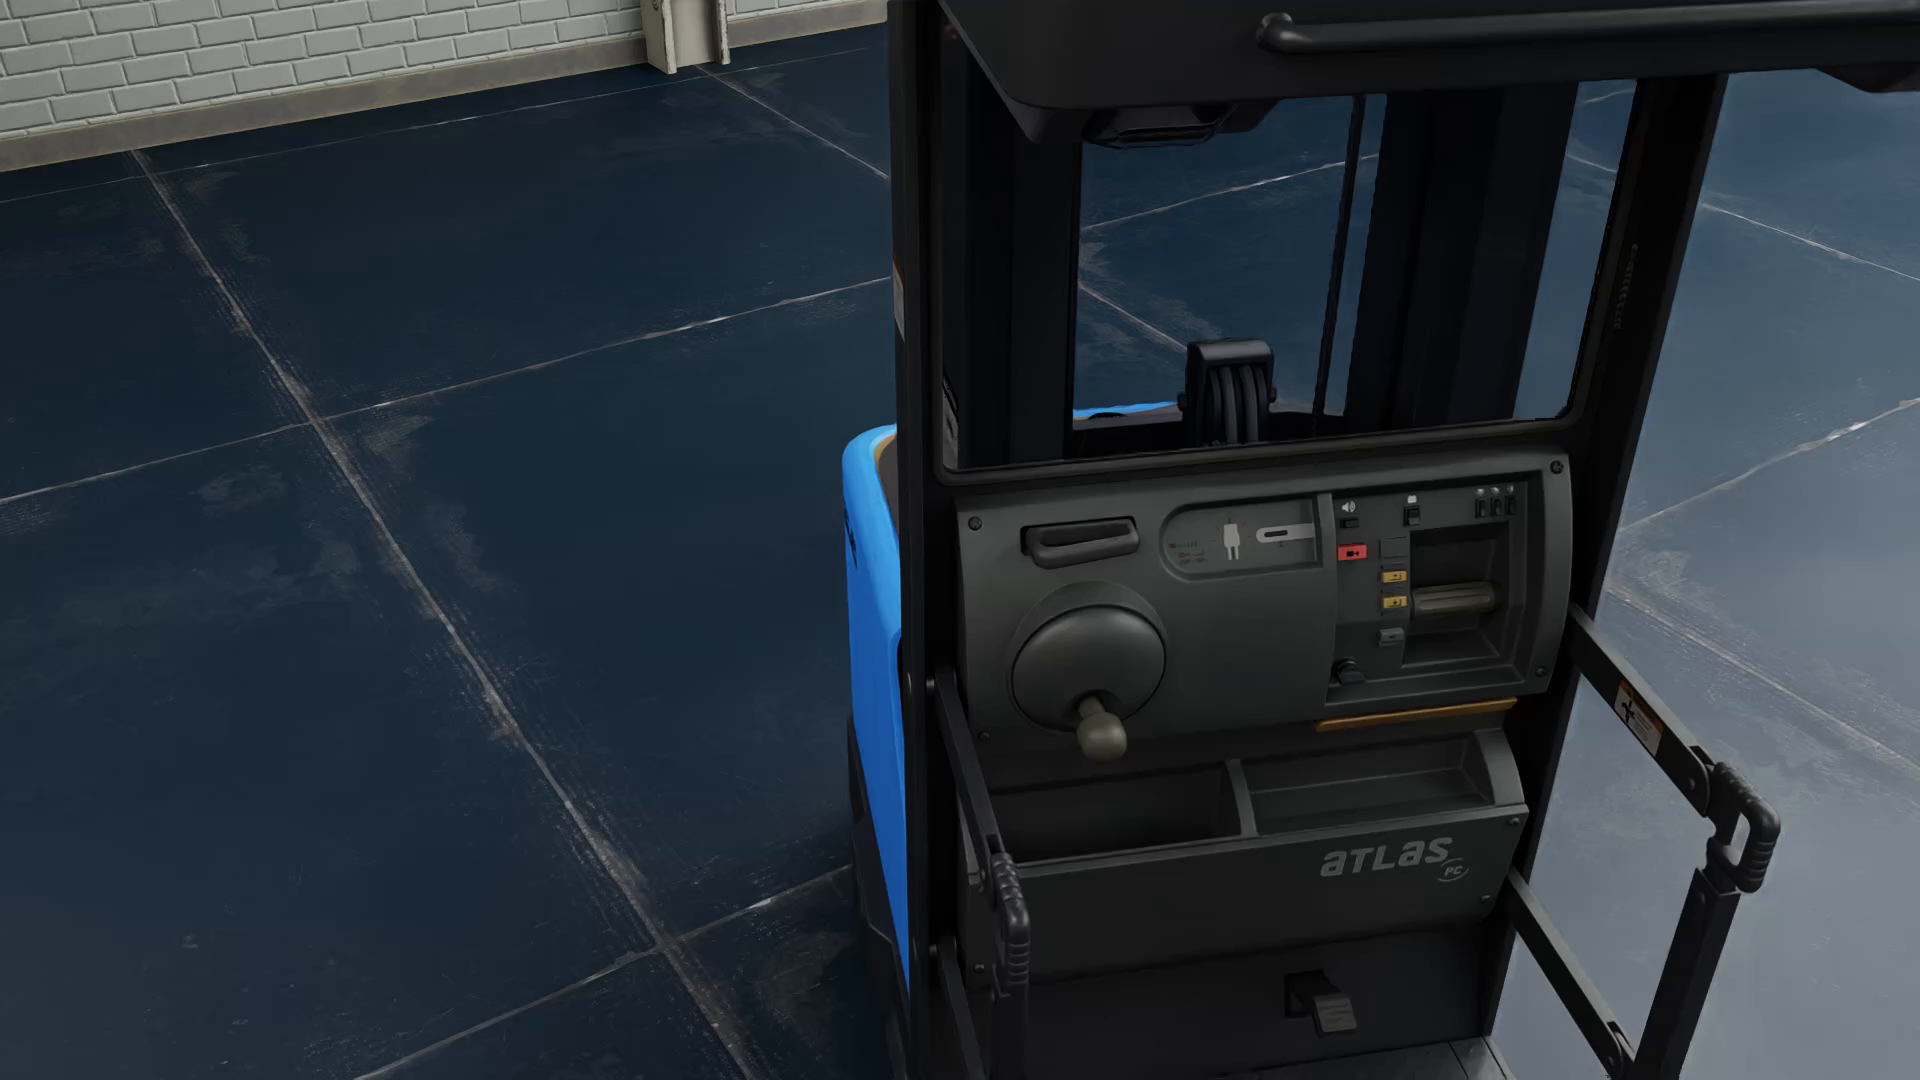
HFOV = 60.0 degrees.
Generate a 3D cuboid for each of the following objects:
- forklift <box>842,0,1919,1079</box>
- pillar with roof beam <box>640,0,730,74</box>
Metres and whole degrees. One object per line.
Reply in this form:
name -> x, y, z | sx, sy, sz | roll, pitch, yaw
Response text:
forklift -> 0.499, 0.147, 2.269 | 1.130, 2.935, 3.031 | -6, 33, -9
pillar with roof beam -> 0.756, -4.649, 4.186 | 0.400, 9.000, 9.100 | -19, 37, -27
